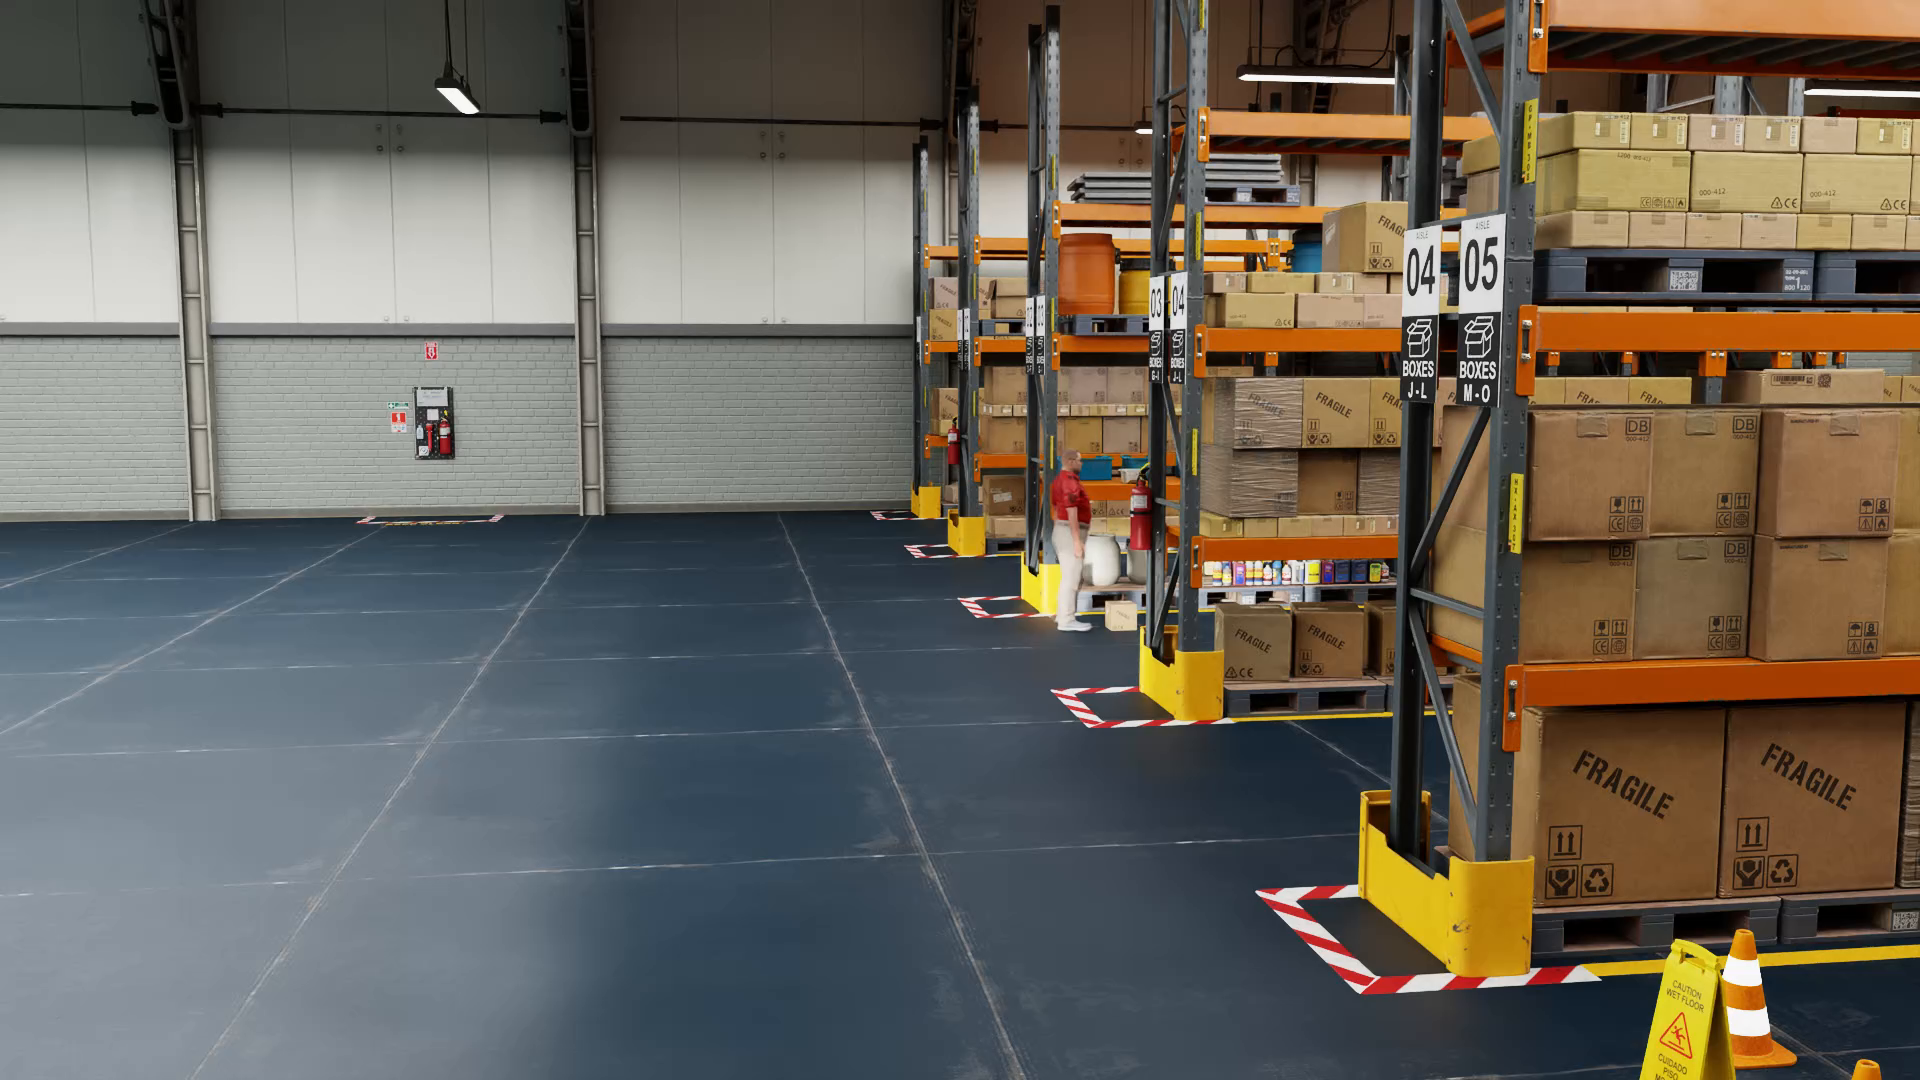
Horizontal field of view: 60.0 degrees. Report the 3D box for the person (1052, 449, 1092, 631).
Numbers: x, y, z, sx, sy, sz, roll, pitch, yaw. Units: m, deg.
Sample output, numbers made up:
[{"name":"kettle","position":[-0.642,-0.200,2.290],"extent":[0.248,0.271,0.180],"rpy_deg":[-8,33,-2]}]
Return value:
[{"name":"person","position":[1.075,0.024,15.786],"extent":[0.386,1.783,0.553],"rpy_deg":[-1,7,-9]}]
